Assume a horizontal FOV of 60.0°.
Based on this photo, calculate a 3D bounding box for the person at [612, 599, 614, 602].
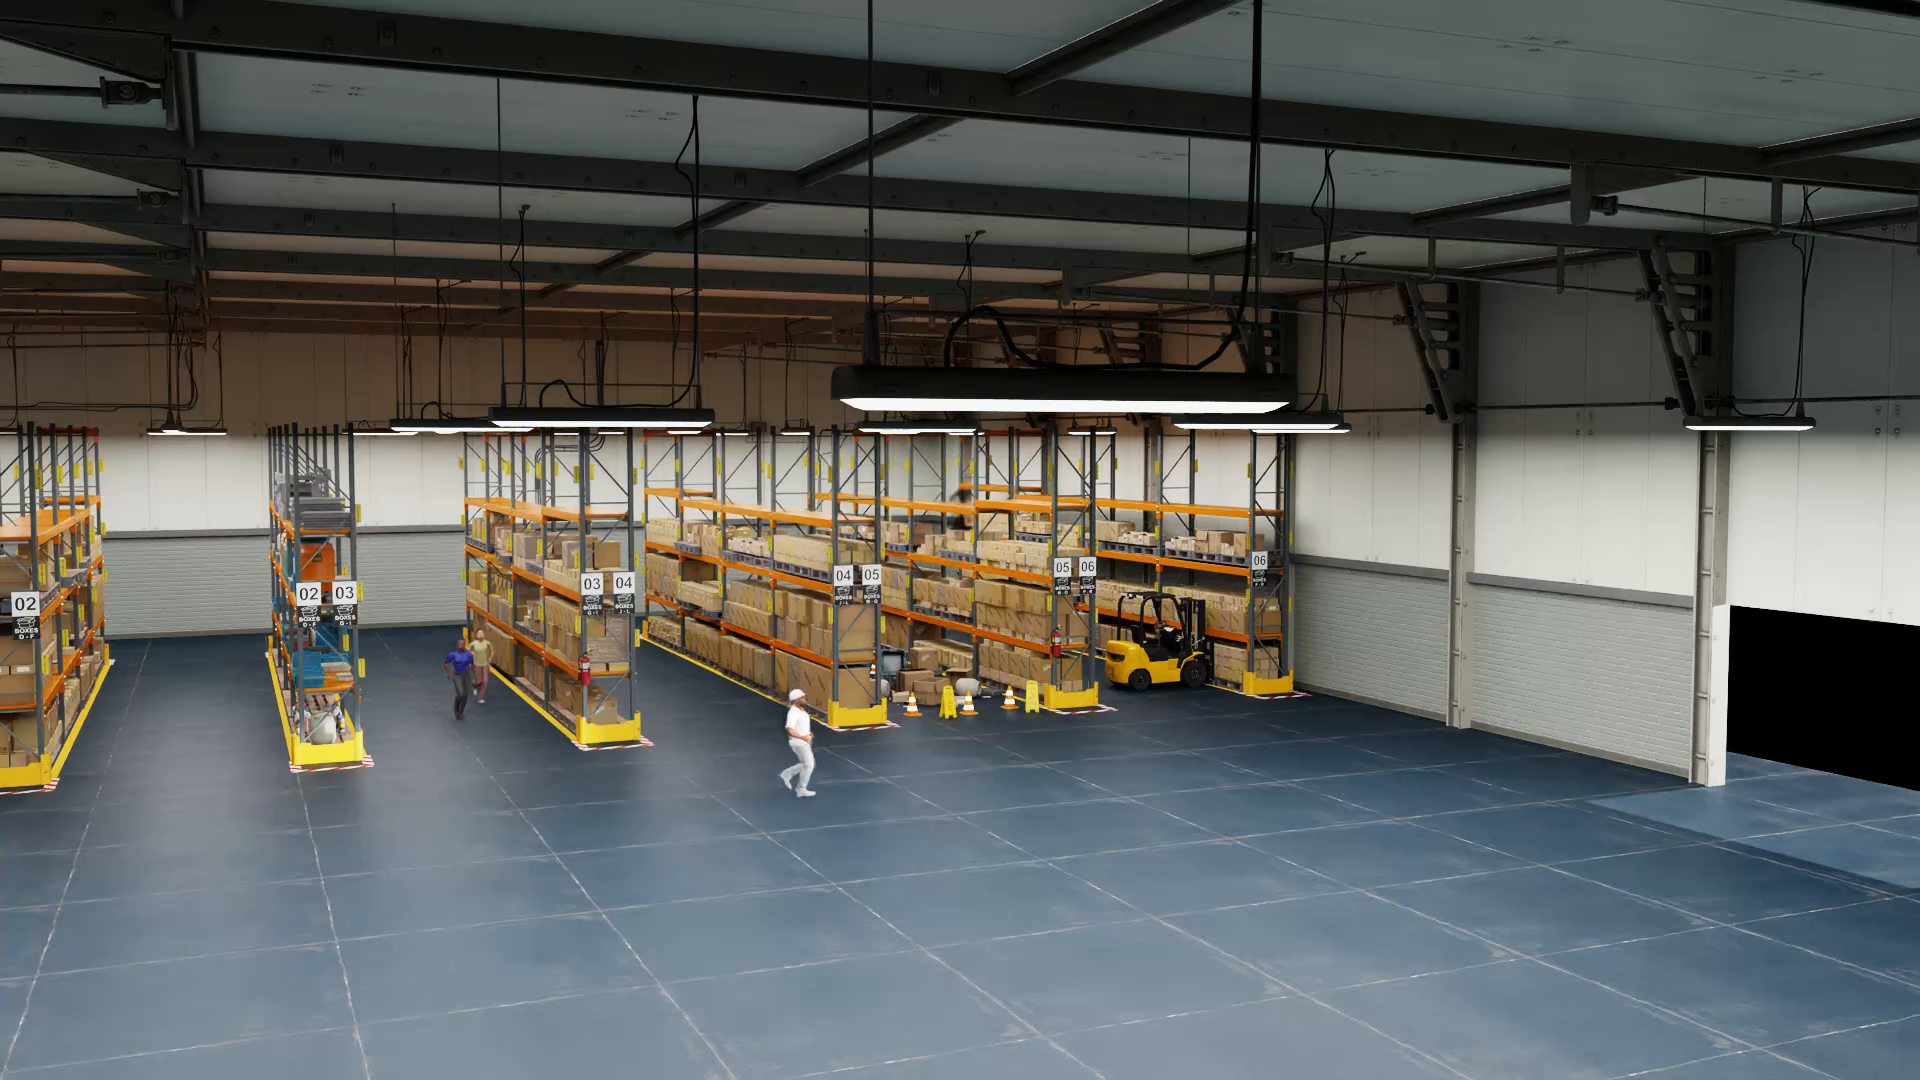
[{"bbox_3d":[-9.066,2.150,44.696,0.628,1.788,0.781,-1,4,-18],"label":"person"}]

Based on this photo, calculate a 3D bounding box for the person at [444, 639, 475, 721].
[{"bbox_3d":[-10.128,2.846,33.777,0.548,1.637,0.684,-3,4,-36],"label":"person"}]

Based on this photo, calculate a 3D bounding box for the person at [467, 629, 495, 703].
[{"bbox_3d":[-10.361,2.724,35.977,0.594,1.621,0.558,-2,4,-27],"label":"person"}]

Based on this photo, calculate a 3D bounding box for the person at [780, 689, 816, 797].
[{"bbox_3d":[-2.596,3.238,26.563,0.609,1.717,0.697,0,3,4],"label":"person"}]
